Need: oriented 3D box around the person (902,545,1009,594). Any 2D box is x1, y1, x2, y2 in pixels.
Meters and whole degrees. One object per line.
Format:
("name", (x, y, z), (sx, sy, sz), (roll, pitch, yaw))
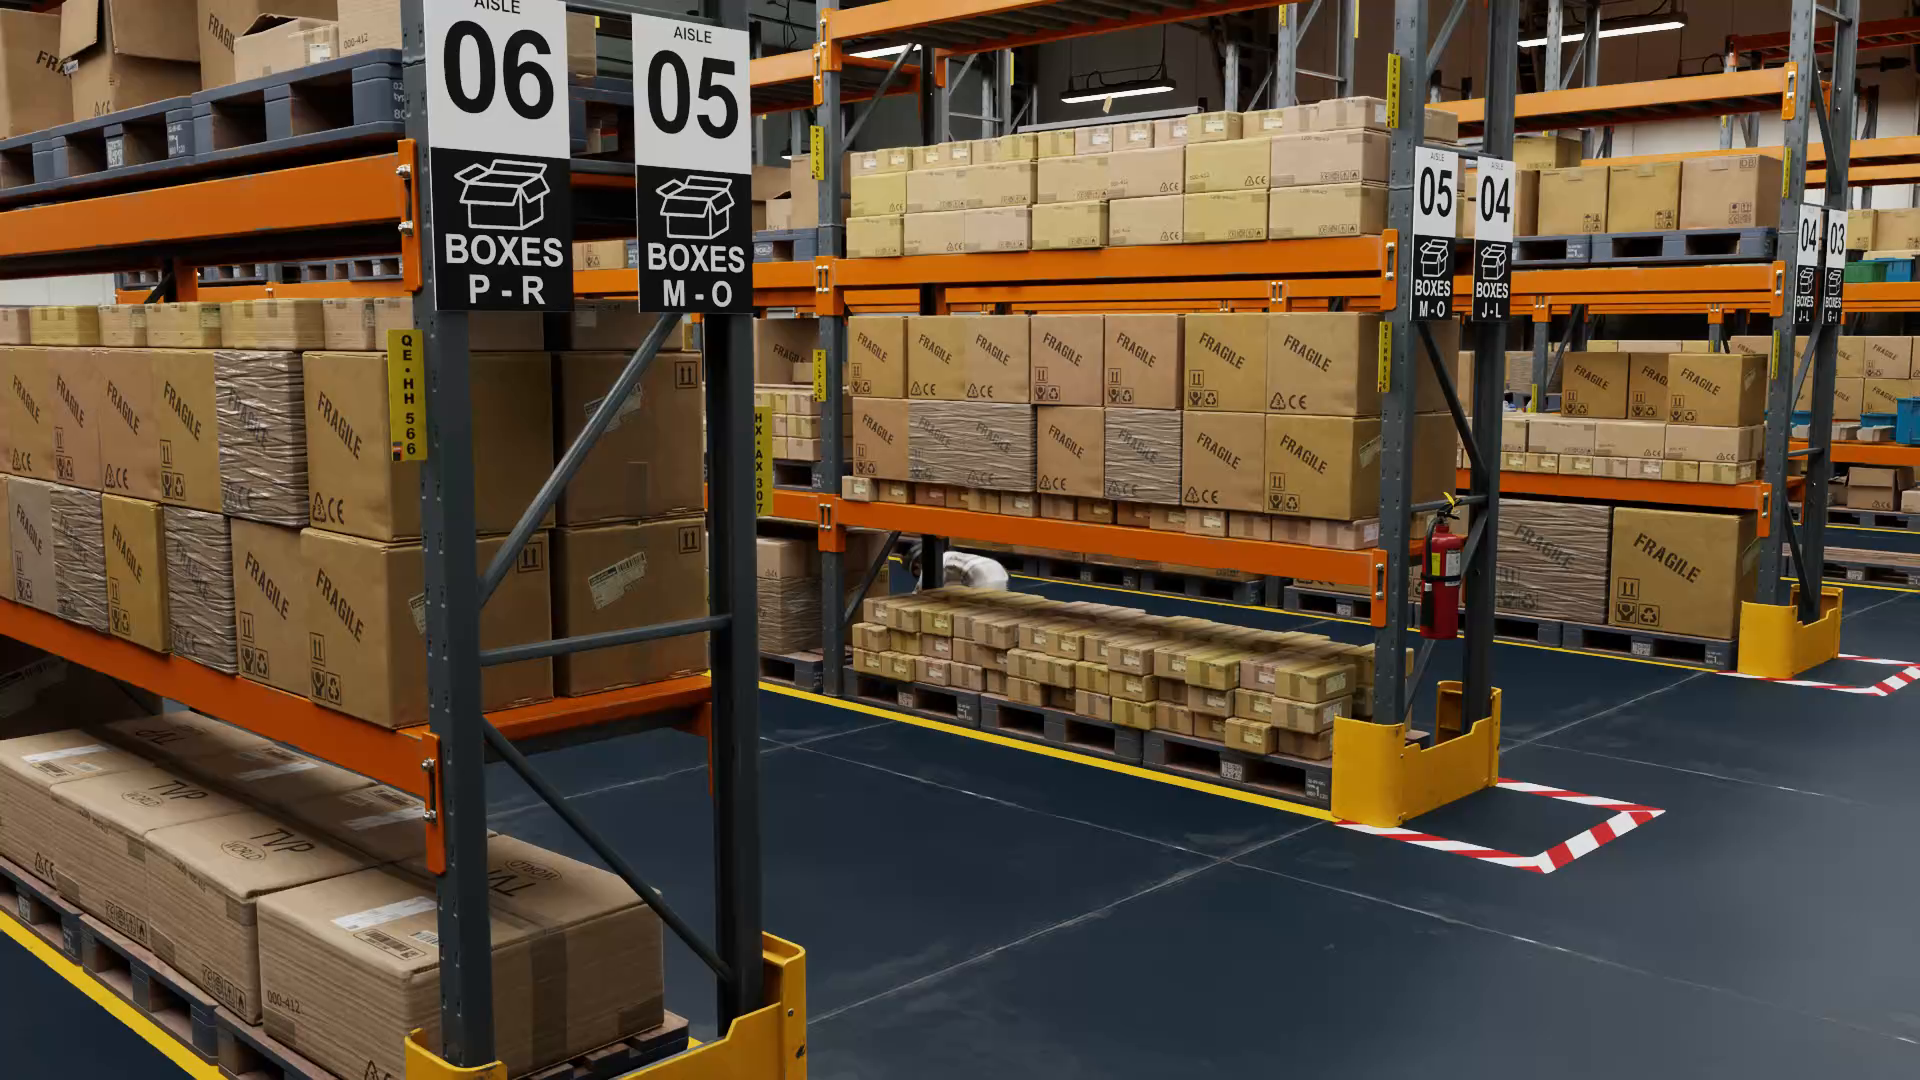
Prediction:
("person", (-0.074, 0.421, 12.879), (0.971, 0.734, 0.474), (6, 10, 42))
